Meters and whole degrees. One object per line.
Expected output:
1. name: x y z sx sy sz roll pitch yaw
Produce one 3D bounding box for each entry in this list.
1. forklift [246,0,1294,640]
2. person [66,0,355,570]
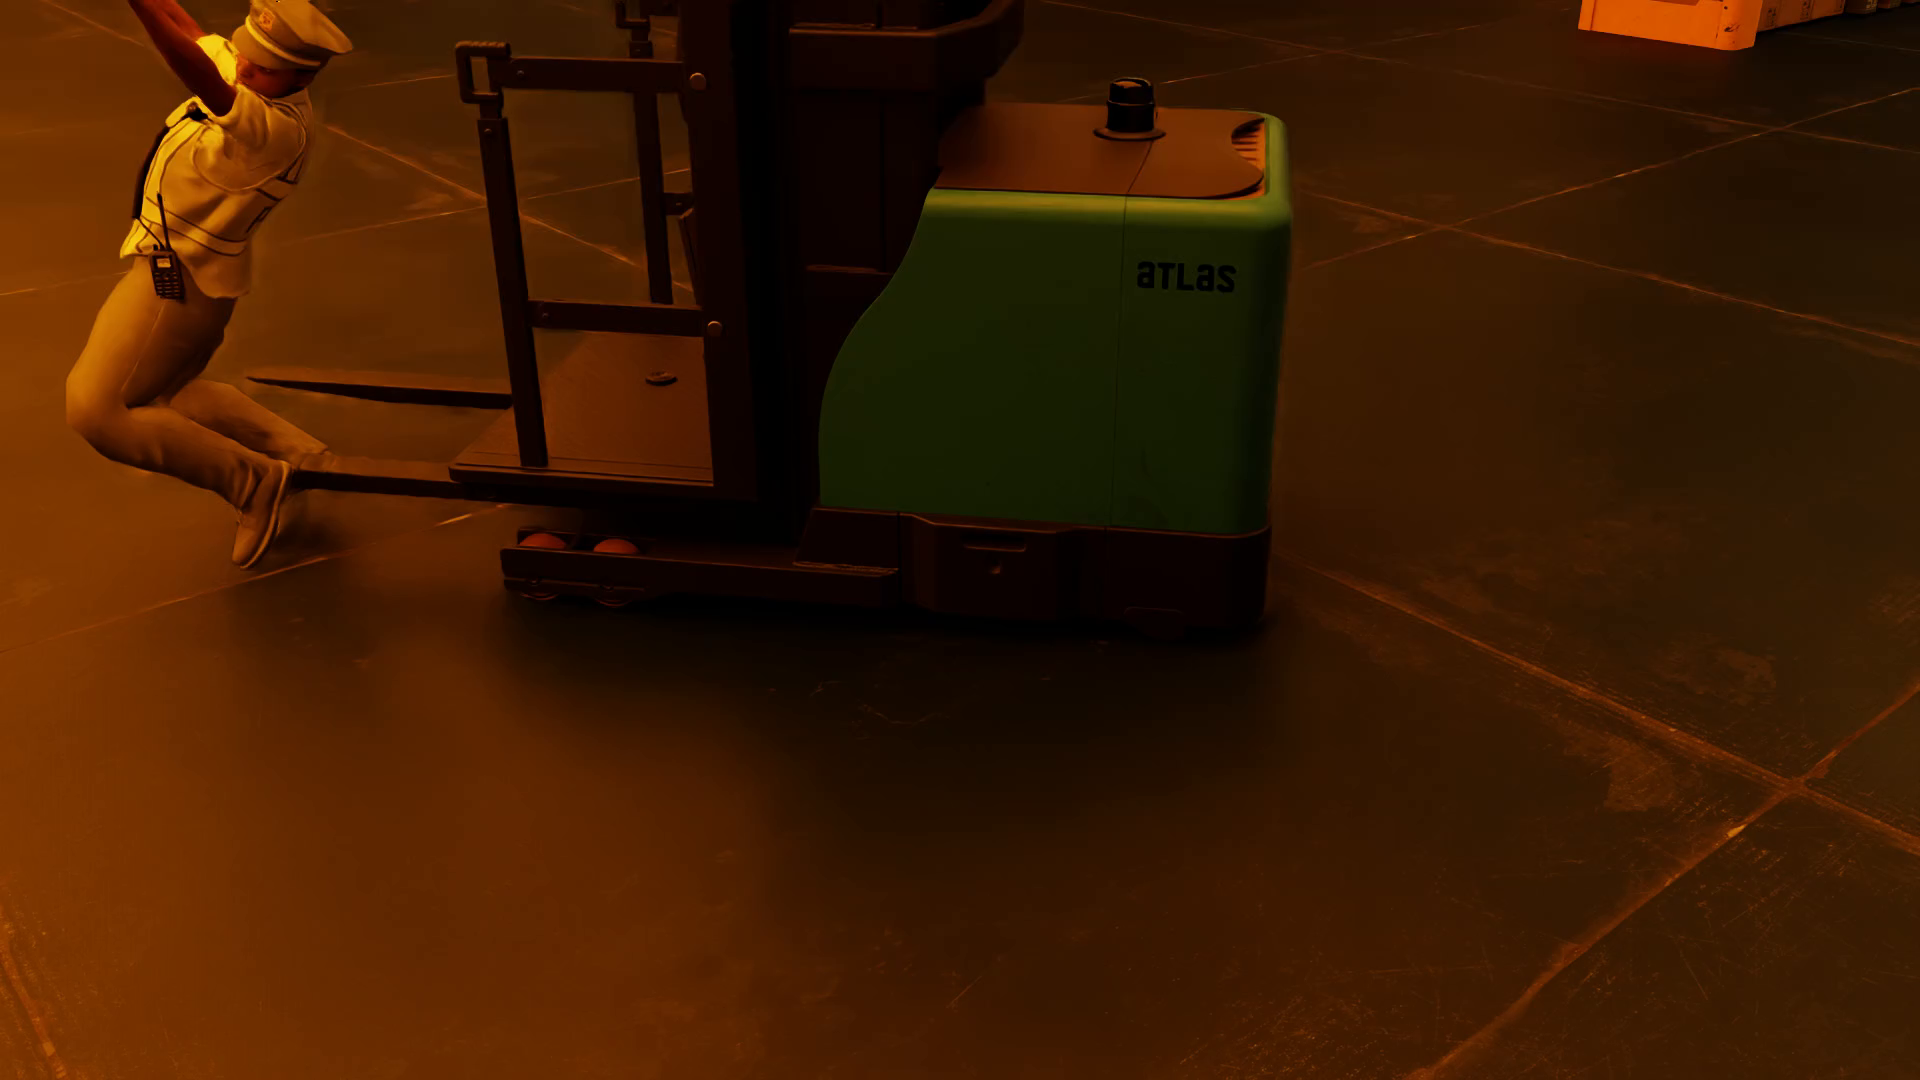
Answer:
1. forklift: -0.696 -1.372 3.969 3.031 2.935 1.130 4 27 8
2. person: -1.814 -0.710 4.088 0.761 1.569 0.879 -7 27 -13
